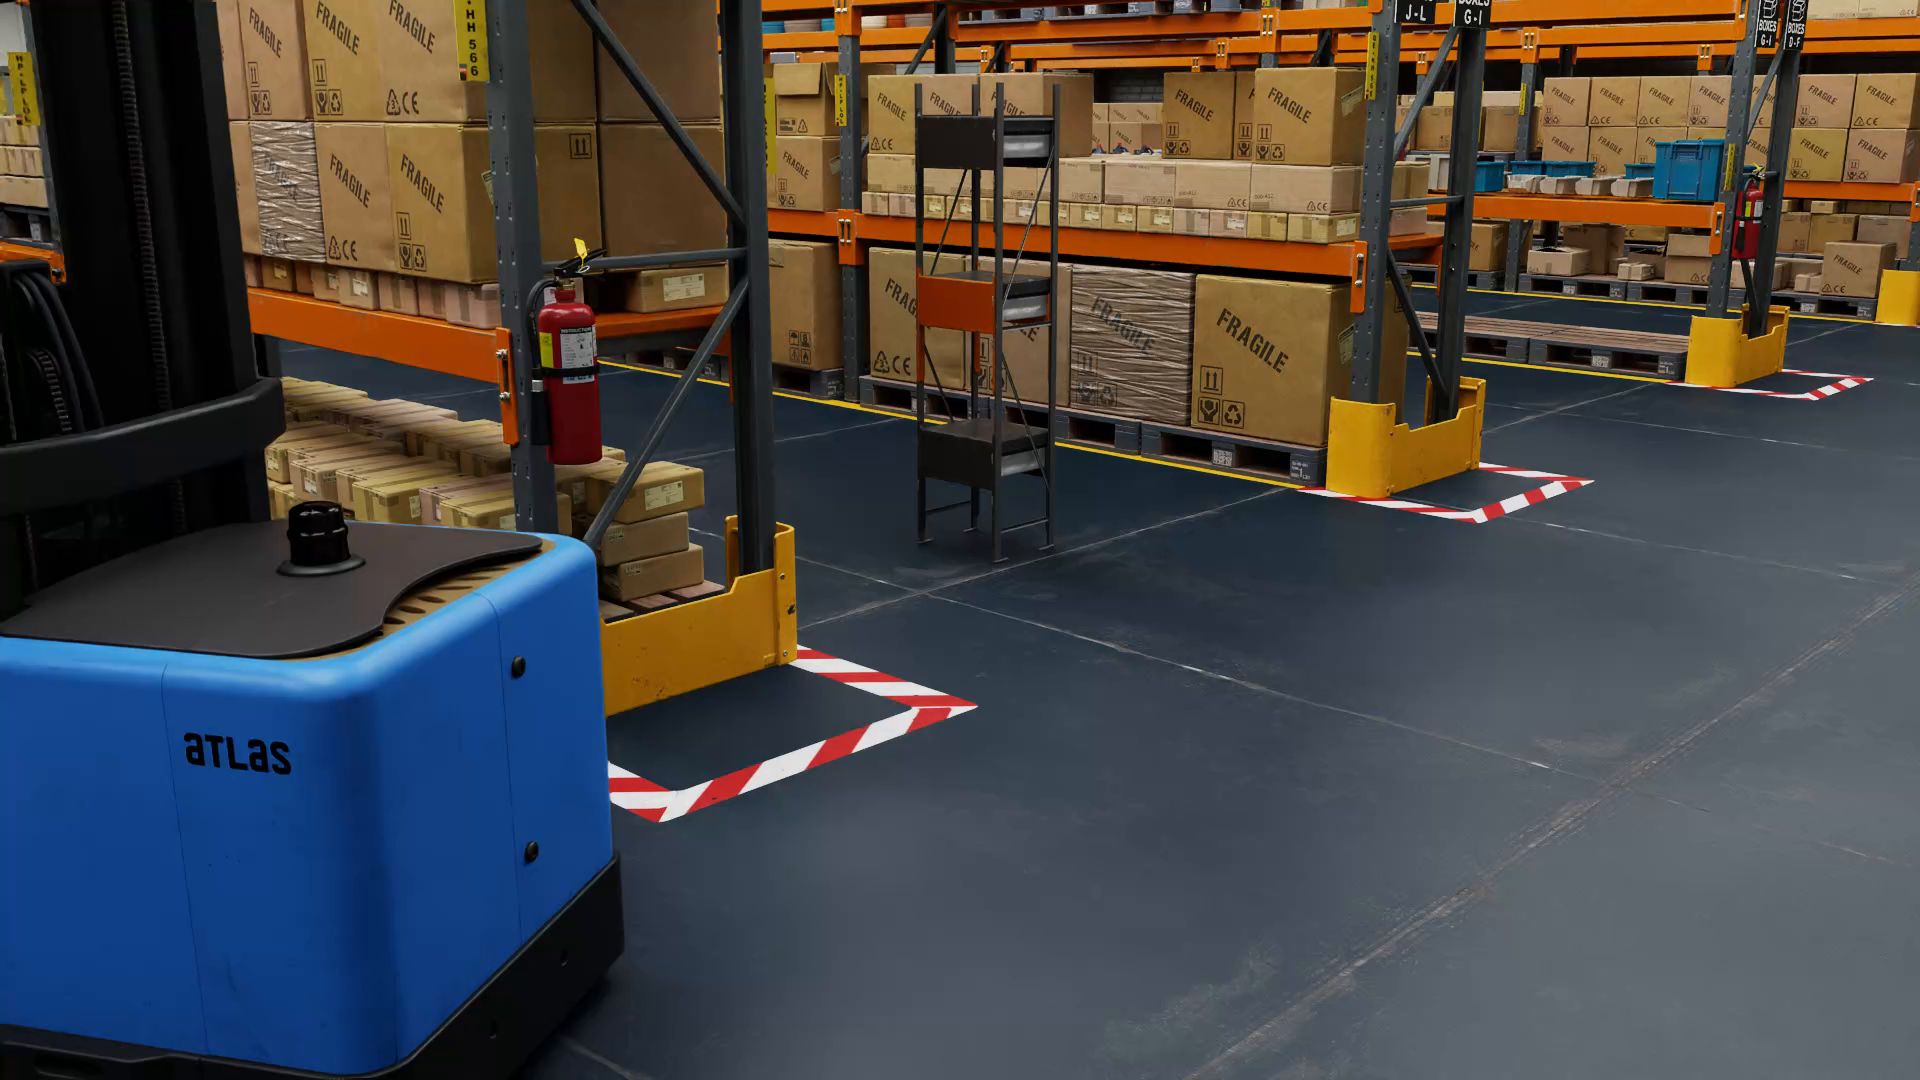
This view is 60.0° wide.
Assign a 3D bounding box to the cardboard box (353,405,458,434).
[{"bbox_3d":[-2.510,-0.501,7.547,0.250,0.149,0.380,13,19,40],"label":"cardboard box"}]

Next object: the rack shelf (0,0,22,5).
[{"bbox_3d":[-5.376,-3.073,9.254,4.000,0.370,1.077,14,20,42],"label":"rack shelf"}]

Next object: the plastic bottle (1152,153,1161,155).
[{"bbox_3d":[1.883,-3.503,15.675,0.135,0.276,0.152,14,20,42],"label":"plastic bottle"}]

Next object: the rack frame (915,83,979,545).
[{"bbox_3d":[-0.057,-1.030,7.720,0.015,2.100,0.400,14,20,42],"label":"rack frame"}]

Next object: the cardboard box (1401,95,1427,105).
[{"bbox_3d":[6.745,-6.529,24.685,0.250,0.149,0.380,11,18,35],"label":"cardboard box"}]

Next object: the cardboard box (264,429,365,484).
[{"bbox_3d":[-2.725,-0.355,6.986,0.250,0.149,0.380,14,20,42],"label":"cardboard box"}]

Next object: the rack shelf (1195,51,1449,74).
[{"bbox_3d":[5.574,-7.353,25.679,4.000,0.370,1.077,14,20,42],"label":"rack shelf"}]

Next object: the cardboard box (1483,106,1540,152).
[{"bbox_3d":[6.272,-4.674,18.892,0.500,0.500,0.700,7,16,24],"label":"cardboard box"}]

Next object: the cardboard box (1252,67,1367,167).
[{"bbox_3d":[1.925,-2.274,8.929,0.500,0.500,0.500,14,20,43],"label":"cardboard box"}]

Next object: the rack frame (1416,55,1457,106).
[{"bbox_3d":[7.014,-5.899,24.624,0.127,3.000,1.000,14,20,42],"label":"rack frame"}]

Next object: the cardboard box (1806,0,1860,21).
[{"bbox_3d":[8.432,-5.110,15.942,0.500,0.250,0.500,14,20,42],"label":"cardboard box"}]

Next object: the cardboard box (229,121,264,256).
[{"bbox_3d":[-2.650,-1.411,6.609,0.500,0.500,0.500,-13,20,-41],"label":"cardboard box"}]

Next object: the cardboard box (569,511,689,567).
[{"bbox_3d":[-1.256,-0.025,6.311,0.380,0.149,0.250,-14,20,-42],"label":"cardboard box"}]

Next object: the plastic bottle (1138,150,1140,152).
[{"bbox_3d":[1.776,-3.795,16.781,0.133,0.283,0.061,14,20,42],"label":"plastic bottle"}]

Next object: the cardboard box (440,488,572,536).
[{"bbox_3d":[-1.614,-0.077,5.922,0.250,0.149,0.380,14,20,43],"label":"cardboard box"}]

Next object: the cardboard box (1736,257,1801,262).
[{"bbox_3d":[8.423,-2.803,17.323,0.500,0.250,0.500,14,20,42],"label":"cardboard box"}]

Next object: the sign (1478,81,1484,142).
[{"bbox_3d":[2.848,-2.359,9.162,0.005,0.325,0.100,14,20,42],"label":"sign"}]

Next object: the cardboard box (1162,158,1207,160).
[{"bbox_3d":[1.562,-2.185,10.075,0.500,0.250,0.500,13,19,40],"label":"cardboard box"}]

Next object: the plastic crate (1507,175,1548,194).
[{"bbox_3d":[4.541,-2.858,13.357,0.250,0.136,0.298,14,20,42],"label":"plastic crate"}]

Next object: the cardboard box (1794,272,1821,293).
[{"bbox_3d":[8.546,-2.579,16.627,0.250,0.166,0.380,14,20,42],"label":"cardboard box"}]

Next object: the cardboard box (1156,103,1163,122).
[{"bbox_3d":[3.579,-6.926,27.334,0.500,0.500,0.500,14,20,42],"label":"cardboard box"}]

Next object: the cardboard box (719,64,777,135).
[{"bbox_3d":[-1.373,-3.268,12.338,0.637,0.503,0.797,14,20,43],"label":"cardboard box"}]

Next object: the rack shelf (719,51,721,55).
[{"bbox_3d":[-4.182,-6.254,21.465,4.000,0.370,1.077,14,20,42],"label":"rack shelf"}]

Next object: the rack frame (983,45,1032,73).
[{"bbox_3d":[0.699,-5.699,23.857,0.127,3.000,1.000,14,20,42],"label":"rack frame"}]

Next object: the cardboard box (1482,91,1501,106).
[{"bbox_3d":[7.549,-6.244,23.631,0.500,0.250,0.500,13,20,41],"label":"cardboard box"}]

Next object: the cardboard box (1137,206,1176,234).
[{"bbox_3d":[1.237,-1.861,9.625,0.250,0.149,0.380,13,20,41],"label":"cardboard box"}]

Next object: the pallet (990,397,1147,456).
[{"bbox_3d":[0.954,-0.792,10.552,1.213,0.211,1.003,14,20,42],"label":"pallet"}]

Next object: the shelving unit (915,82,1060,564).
[{"bbox_3d":[0.119,-0.987,7.556,0.503,2.100,0.431,14,20,42],"label":"shelving unit"}]

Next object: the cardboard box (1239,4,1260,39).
[{"bbox_3d":[3.915,-6.429,20.510,0.500,0.500,0.910,14,20,42],"label":"cardboard box"}]

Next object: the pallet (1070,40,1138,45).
[{"bbox_3d":[2.220,-6.657,21.958,1.003,0.211,1.213,-13,20,-42],"label":"pallet"}]

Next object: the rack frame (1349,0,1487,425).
[{"bbox_3d":[2.458,-1.802,8.898,0.127,3.000,1.000,14,20,42],"label":"rack frame"}]

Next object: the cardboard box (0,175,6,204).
[{"bbox_3d":[-4.906,-1.868,8.817,0.250,0.149,0.380,12,19,39],"label":"cardboard box"}]

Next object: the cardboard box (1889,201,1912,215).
[{"bbox_3d":[11.699,-4.102,20.565,0.250,0.149,0.380,14,20,43],"label":"cardboard box"}]

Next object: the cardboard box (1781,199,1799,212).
[{"bbox_3d":[10.480,-4.264,21.186,0.380,0.149,0.250,-14,20,-42],"label":"cardboard box"}]

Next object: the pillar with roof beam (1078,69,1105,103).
[{"bbox_3d":[-0.629,-9.455,26.374,0.400,9.000,9.100,14,20,42],"label":"pillar with roof beam"}]

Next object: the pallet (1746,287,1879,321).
[{"bbox_3d":[8.708,-2.402,16.734,1.213,0.211,1.003,14,20,42],"label":"pallet"}]

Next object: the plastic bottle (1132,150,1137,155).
[{"bbox_3d":[1.734,-3.784,16.739,0.133,0.283,0.061,14,20,42],"label":"plastic bottle"}]

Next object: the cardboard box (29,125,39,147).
[{"bbox_3d":[-4.361,-2.024,8.235,0.380,0.149,0.250,-13,20,-42],"label":"cardboard box"}]

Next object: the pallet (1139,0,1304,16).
[{"bbox_3d":[2.385,-4.881,15.140,1.003,0.211,1.213,14,20,42],"label":"pallet"}]

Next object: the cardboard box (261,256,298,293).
[{"bbox_3d":[-2.557,-1.088,6.658,0.250,0.149,0.380,14,20,43],"label":"cardboard box"}]

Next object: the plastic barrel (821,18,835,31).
[{"bbox_3d":[-1.284,-6.217,18.898,0.708,0.901,0.600,14,20,42],"label":"plastic barrel"}]

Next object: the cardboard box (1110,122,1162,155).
[{"bbox_3d":[2.359,-5.338,22.273,0.500,0.500,0.500,12,19,39],"label":"cardboard box"}]

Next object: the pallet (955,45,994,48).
[{"bbox_3d":[0.067,-7.253,24.045,1.213,0.211,1.003,14,20,42],"label":"pallet"}]

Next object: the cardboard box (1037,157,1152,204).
[{"bbox_3d":[0.816,-2.178,10.050,0.500,0.250,0.500,14,20,42],"label":"cardboard box"}]

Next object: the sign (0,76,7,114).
[{"bbox_3d":[-6.446,-2.941,11.133,0.005,0.325,0.100,14,20,42],"label":"sign"}]

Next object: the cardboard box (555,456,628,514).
[{"bbox_3d":[-1.480,-0.211,6.433,0.380,0.149,0.250,-14,20,-43],"label":"cardboard box"}]

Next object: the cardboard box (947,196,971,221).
[{"bbox_3d":[0.131,-2.131,10.658,0.250,0.149,0.380,13,19,41],"label":"cardboard box"}]

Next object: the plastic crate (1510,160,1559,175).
[{"bbox_3d":[4.783,-3.035,13.843,0.300,0.233,0.416,14,20,42],"label":"plastic crate"}]

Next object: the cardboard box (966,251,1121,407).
[{"bbox_3d":[0.646,-1.389,10.697,0.875,0.875,0.875,14,20,42],"label":"cardboard box"}]

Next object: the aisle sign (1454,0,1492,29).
[{"bbox_3d":[2.718,-3.102,8.731,0.004,0.787,0.394,14,20,42],"label":"aisle sign"}]

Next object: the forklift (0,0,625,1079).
[{"bbox_3d":[-2.367,-0.364,3.516,3.031,2.935,1.130,4,15,14],"label":"forklift"}]

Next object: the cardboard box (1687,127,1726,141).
[{"bbox_3d":[7.732,-3.943,16.919,0.500,0.500,0.500,13,20,41],"label":"cardboard box"}]

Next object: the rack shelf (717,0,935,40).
[{"bbox_3d":[-1.861,-3.955,12.641,4.000,0.370,1.077,14,20,42],"label":"rack shelf"}]

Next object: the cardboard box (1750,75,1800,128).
[{"bbox_3d":[8.085,-4.338,16.449,0.500,0.500,0.500,-14,20,-43],"label":"cardboard box"}]

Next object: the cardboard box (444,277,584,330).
[{"bbox_3d":[-1.488,-0.803,5.565,0.250,0.149,0.380,14,20,42],"label":"cardboard box"}]

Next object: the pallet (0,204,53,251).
[{"bbox_3d":[-4.386,-1.687,8.837,1.213,0.211,1.003,14,20,42],"label":"pallet"}]
